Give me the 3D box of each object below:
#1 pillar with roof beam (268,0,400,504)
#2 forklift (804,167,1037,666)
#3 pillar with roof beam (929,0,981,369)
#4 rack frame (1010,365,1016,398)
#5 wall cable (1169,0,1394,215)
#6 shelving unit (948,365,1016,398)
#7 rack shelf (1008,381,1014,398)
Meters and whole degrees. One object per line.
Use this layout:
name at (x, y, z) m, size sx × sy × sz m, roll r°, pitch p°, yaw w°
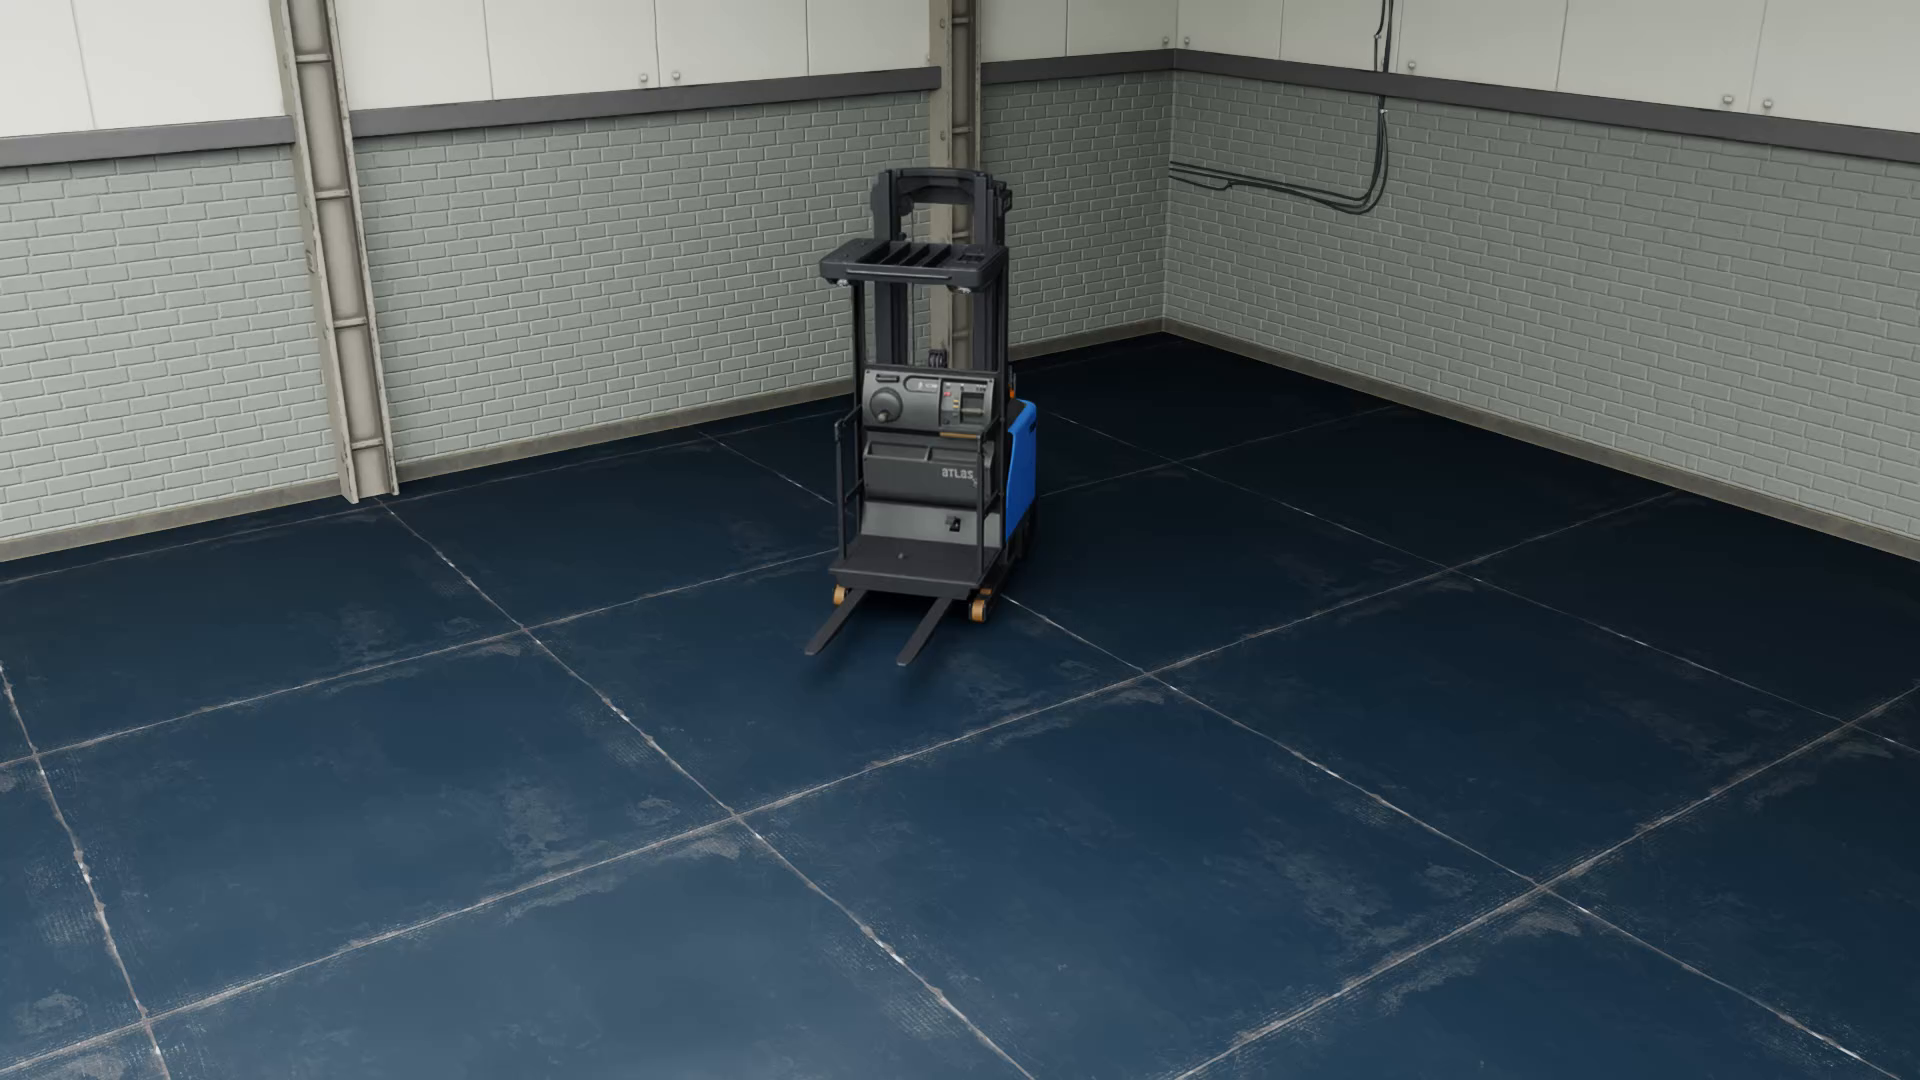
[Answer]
pillar with roof beam at (-2.402, -3.271, 8.952) m, size 0.400 × 9.000 × 9.100 m, roll -15°, pitch 26°, yaw -33°
forklift at (-0.273, -0.948, 11.318) m, size 1.130 × 2.935 × 3.031 m, roll 6°, pitch 22°, yaw 14°
pillar with roof beam at (2.468, -4.570, 12.207) m, size 0.400 × 9.000 × 9.100 m, roll -15°, pitch 26°, yaw -33°
rack frame at (0.412, -0.777, 13.226) m, size 0.015 × 1.200 × 0.240 m, roll -2°, pitch 22°, yaw -6°
wall cable at (3.117, -4.663, 16.629) m, size 0.112 × 2.526 × 3.097 m, roll -15°, pitch 26°, yaw -33°
shelving unit at (0.170, -0.768, 13.202) m, size 0.503 × 1.200 × 0.258 m, roll -2°, pitch 22°, yaw -6°
rack shelf at (0.170, -1.133, 13.056) m, size 0.480 × 0.148 × 0.258 m, roll -2°, pitch 22°, yaw -6°
